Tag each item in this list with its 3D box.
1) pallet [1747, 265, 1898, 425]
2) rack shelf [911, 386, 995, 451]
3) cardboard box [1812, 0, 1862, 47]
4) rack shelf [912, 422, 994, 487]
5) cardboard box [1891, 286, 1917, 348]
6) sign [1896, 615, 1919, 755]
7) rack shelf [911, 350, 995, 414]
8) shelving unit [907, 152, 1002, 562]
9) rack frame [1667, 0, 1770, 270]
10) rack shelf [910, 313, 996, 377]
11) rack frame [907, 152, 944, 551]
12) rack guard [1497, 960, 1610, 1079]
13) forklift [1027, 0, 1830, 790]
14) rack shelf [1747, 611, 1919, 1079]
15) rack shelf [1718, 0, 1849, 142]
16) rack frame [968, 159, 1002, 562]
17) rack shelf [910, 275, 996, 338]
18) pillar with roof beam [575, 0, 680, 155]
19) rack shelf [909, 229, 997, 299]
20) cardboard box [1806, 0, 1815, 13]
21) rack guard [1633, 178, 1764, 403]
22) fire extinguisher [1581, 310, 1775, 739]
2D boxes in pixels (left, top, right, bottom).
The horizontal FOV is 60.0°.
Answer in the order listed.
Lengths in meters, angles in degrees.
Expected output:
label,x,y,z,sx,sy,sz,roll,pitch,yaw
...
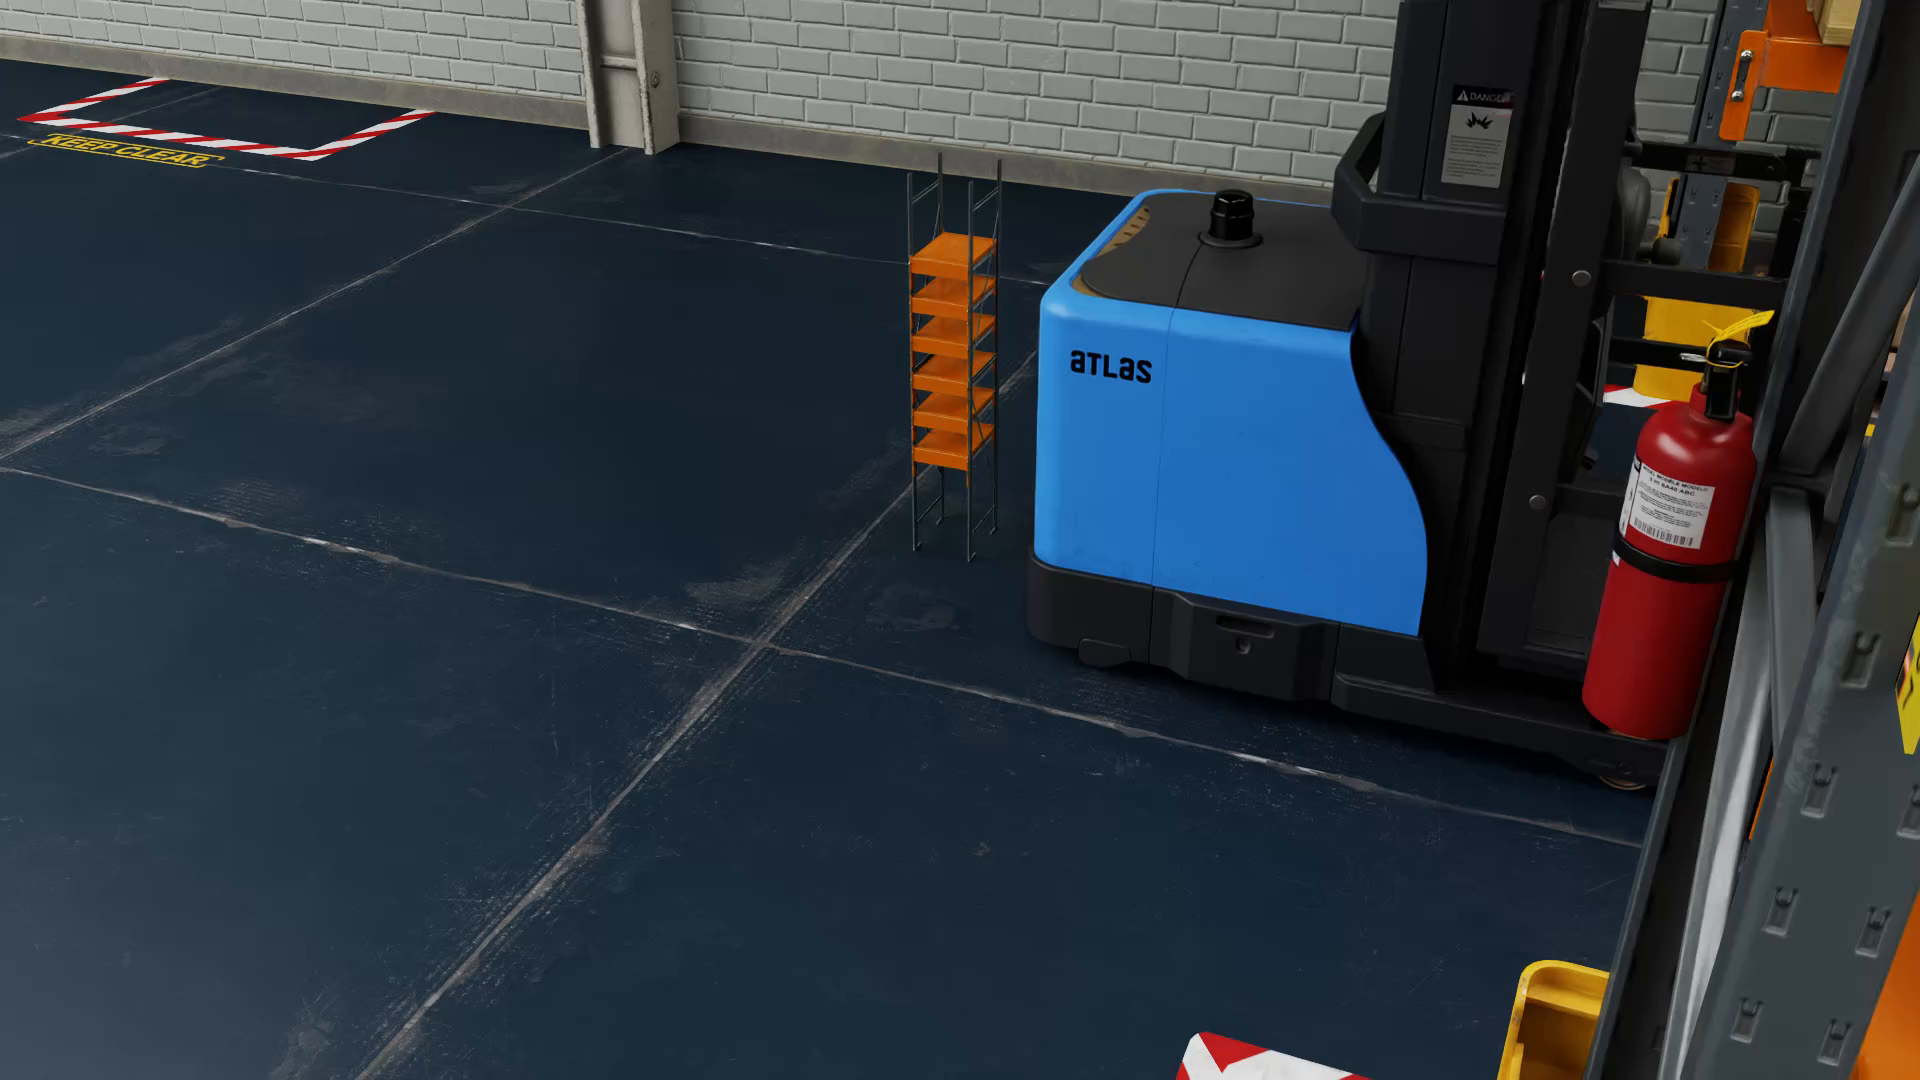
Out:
label,x,y,z,sx,sy,sz,roll,pitch,yaw
pallet,3.631,-0.703,6.280,1.213,0.211,1.003,11,31,19
rack shelf,-0.013,-0.382,5.040,0.180,0.103,0.258,11,31,19
cardboard box,3.154,-1.806,5.529,0.500,0.250,0.500,10,31,18
rack shelf,-0.013,-0.277,5.099,0.180,0.103,0.258,11,31,19
cardboard box,3.428,-0.950,6.167,0.500,0.311,0.500,8,30,13
sign,0.747,0.002,1.237,0.005,0.325,0.100,11,31,19
rack shelf,-0.013,-0.486,4.981,0.180,0.103,0.258,11,31,19
shelving unit,-0.013,-0.525,4.959,0.189,1.200,0.258,11,31,19
rack frame,2.821,-2.098,5.913,0.127,3.000,1.000,11,31,19
rack shelf,-0.013,-0.591,4.922,0.180,0.103,0.258,11,31,19
rack frame,-0.098,-0.542,4.989,0.006,1.200,0.240,11,31,19
rack guard,0.939,1.245,2.539,0.348,0.500,1.175,11,31,19
forklift,1.759,-0.915,3.891,3.031,2.935,1.130,11,31,18
rack shelf,2.815,0.845,1.438,4.000,0.370,1.077,11,31,19
rack shelf,4.674,-1.415,5.435,4.000,0.370,1.077,11,31,19
rack frame,0.071,-0.508,4.930,0.006,1.200,0.240,11,31,19
rack shelf,-0.013,-0.695,4.863,0.180,0.103,0.258,11,31,19
pillar with roof beam,-3.384,-4.121,3.397,0.400,9.000,9.100,11,31,19
rack shelf,-0.013,-0.800,4.804,0.180,0.103,0.258,11,31,19
cardboard box,3.327,-2.043,5.948,0.500,0.250,0.500,12,32,20
rack guard,2.891,-0.996,6.503,0.348,0.500,1.175,11,31,19
fire extinguisher,1.027,-0.038,2.348,0.183,0.674,0.296,11,31,19
